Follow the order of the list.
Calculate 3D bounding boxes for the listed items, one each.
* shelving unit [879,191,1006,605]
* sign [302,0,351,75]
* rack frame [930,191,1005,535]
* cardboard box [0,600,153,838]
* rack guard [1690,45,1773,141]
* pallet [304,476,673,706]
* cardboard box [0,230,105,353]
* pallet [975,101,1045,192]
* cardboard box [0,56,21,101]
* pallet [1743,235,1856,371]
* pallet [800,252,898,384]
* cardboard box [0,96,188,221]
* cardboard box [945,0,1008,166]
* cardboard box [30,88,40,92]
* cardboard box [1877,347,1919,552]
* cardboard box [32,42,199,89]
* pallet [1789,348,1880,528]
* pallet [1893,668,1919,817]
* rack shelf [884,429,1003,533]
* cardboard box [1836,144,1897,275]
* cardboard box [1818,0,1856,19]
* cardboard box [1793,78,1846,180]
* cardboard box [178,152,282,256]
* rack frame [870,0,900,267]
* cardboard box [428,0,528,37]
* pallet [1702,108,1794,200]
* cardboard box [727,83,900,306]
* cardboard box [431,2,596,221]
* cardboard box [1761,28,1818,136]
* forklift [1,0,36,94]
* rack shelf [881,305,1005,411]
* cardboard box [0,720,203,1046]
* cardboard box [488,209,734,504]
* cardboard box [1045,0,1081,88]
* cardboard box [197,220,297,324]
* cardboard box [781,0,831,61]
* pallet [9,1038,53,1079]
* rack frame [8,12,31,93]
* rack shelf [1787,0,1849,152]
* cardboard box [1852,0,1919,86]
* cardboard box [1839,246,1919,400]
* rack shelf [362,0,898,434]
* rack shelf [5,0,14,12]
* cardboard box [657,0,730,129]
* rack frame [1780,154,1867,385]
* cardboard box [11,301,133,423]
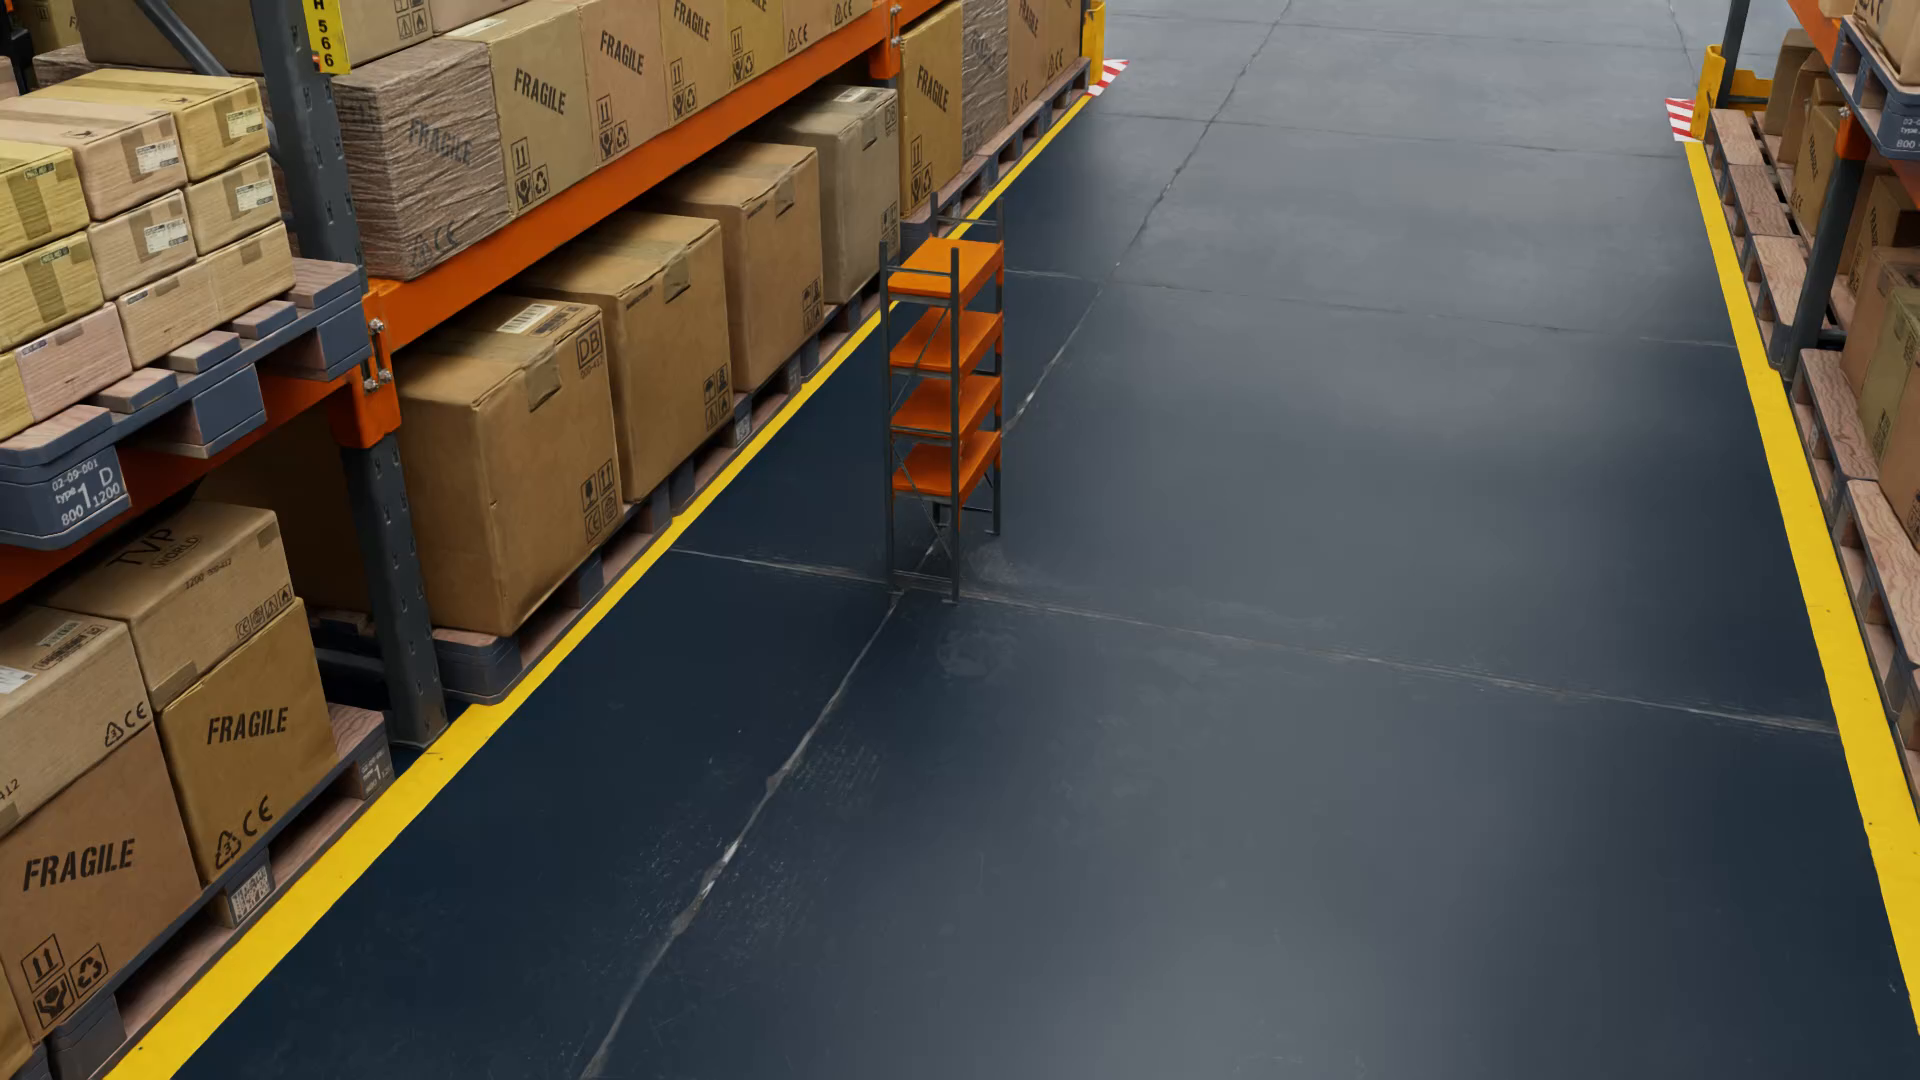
[{"bbox_3d":[-0.049,-0.447,5.320,0.258,1.200,0.503,8,30,15],"label":"shelving unit"},{"bbox_3d":[-1.441,-1.214,3.737,0.100,0.325,0.005,8,30,15],"label":"sign"},{"bbox_3d":[0.023,-0.561,5.524,0.240,1.200,0.015,8,30,15],"label":"rack frame"},{"bbox_3d":[-2.050,0.357,3.390,0.500,0.250,0.500,9,30,16],"label":"cardboard box"},{"bbox_3d":[5.075,-2.651,10.001,1.175,0.500,0.348,8,30,15],"label":"rack guard"},{"bbox_3d":[-1.659,0.048,5.447,1.003,0.211,1.213,8,30,15],"label":"pallet"},{"bbox_3d":[-1.824,-0.478,3.043,0.380,0.149,0.250,9,30,16],"label":"cardboard box"},{"bbox_3d":[-0.134,-2.367,9.787,1.003,0.211,1.213,8,30,15],"label":"pallet"},{"bbox_3d":[-2.285,-0.960,3.605,0.380,0.149,0.250,9,30,15],"label":"cardboard box"},{"bbox_3d":[4.087,-1.018,7.363,1.003,0.211,1.213,8,30,15],"label":"pallet"},{"bbox_3d":[-0.943,-1.086,7.486,1.003,0.211,1.213,8,30,15],"label":"pallet"},{"bbox_3d":[-1.744,-0.740,3.208,0.380,0.149,0.250,8,30,14],"label":"cardboard box"},{"bbox_3d":[-0.276,-2.631,9.148,0.875,0.875,0.875,9,30,15],"label":"cardboard box"},{"bbox_3d":[-5.119,-2.551,9.647,0.500,0.250,0.500,7,30,13],"label":"cardboard box"},{"bbox_3d":[3.401,-0.258,5.247,0.700,0.500,0.500,6,30,11],"label":"cardboard box"},{"bbox_3d":[-2.087,-1.107,4.551,0.500,0.500,0.500,8,30,15],"label":"cardboard box"},{"bbox_3d":[3.696,-0.339,6.142,1.003,0.211,1.213,8,30,15],"label":"pallet"},{"bbox_3d":[2.980,0.795,4.104,1.003,0.211,1.213,8,30,15],"label":"pallet"},{"bbox_3d":[-0.049,-0.215,5.449,0.258,0.148,0.480,8,30,15],"label":"rack shelf"},{"bbox_3d":[4.240,-1.458,7.425,0.500,0.500,0.500,19,34,30],"label":"cardboard box"},{"bbox_3d":[3.886,-2.306,7.068,0.380,0.149,0.250,8,30,15],"label":"cardboard box"},{"bbox_3d":[4.554,-2.011,8.419,0.500,0.500,0.500,11,31,20],"label":"cardboard box"},{"bbox_3d":[-1.672,-0.725,3.487,0.380,0.149,0.250,9,30,16],"label":"cardboard box"},{"bbox_3d":[-0.788,-2.674,7.472,1.000,3.000,0.127,8,30,15],"label":"rack frame"},{"bbox_3d":[-1.674,-1.738,4.658,0.700,0.500,0.500,8,30,14],"label":"cardboard box"},{"bbox_3d":[4.803,-2.152,9.401,1.003,0.211,1.213,8,30,15],"label":"pallet"},{"bbox_3d":[-0.884,-1.573,7.375,1.050,0.750,0.750,8,30,15],"label":"cardboard box"},{"bbox_3d":[-1.426,-1.266,4.837,0.500,0.500,0.500,8,30,14],"label":"cardboard box"},{"bbox_3d":[4.898,-2.582,9.445,0.500,0.500,0.500,14,32,24],"label":"cardboard box"},{"bbox_3d":[-4.420,-1.912,6.173,3.031,2.935,1.130,8,30,14],"label":"forklift"},{"bbox_3d":[-0.049,-0.584,5.244,0.258,0.148,0.480,8,30,15],"label":"rack shelf"},{"bbox_3d":[-2.062,0.677,3.586,0.500,0.500,0.500,10,31,17],"label":"cardboard box"},{"bbox_3d":[-1.444,-0.693,5.792,1.050,0.750,0.750,9,30,16],"label":"cardboard box"},{"bbox_3d":[0.250,-3.464,10.644,0.875,0.875,0.875,9,30,15],"label":"cardboard box"},{"bbox_3d":[-1.668,-0.594,3.559,0.380,0.149,0.250,9,30,16],"label":"cardboard box"},{"bbox_3d":[-0.834,-2.203,6.521,0.500,0.500,0.500,8,30,14],"label":"cardboard box"},{"bbox_3d":[-2.553,1.331,3.140,1.003,0.211,1.213,8,30,15],"label":"pallet"},{"bbox_3d":[-5.550,-3.334,8.657,1.000,3.000,0.127,8,30,15],"label":"rack frame"},{"bbox_3d":[4.511,-2.535,7.961,1.077,0.370,4.000,8,30,15],"label":"rack shelf"},{"bbox_3d":[3.557,-2.016,5.239,1.000,1.000,1.000,9,30,15],"label":"cardboard box"},{"bbox_3d":[3.723,-0.737,6.108,0.700,0.500,0.500,6,30,11],"label":"cardboard box"},{"bbox_3d":[-1.375,-1.430,5.976,1.077,0.370,4.000,8,30,15],"label":"rack shelf"},{"bbox_3d":[-4.963,-3.949,10.503,1.077,0.370,4.000,8,30,15],"label":"rack shelf"},{"bbox_3d":[-1.129,-1.731,5.674,0.500,0.500,0.500,8,30,14],"label":"cardboard box"},{"bbox_3d":[3.924,-1.920,6.115,1.000,3.000,0.127,8,30,15],"label":"rack frame"},{"bbox_3d":[-1.817,-0.360,3.137,0.380,0.149,0.250,9,30,16],"label":"cardboard box"}]
